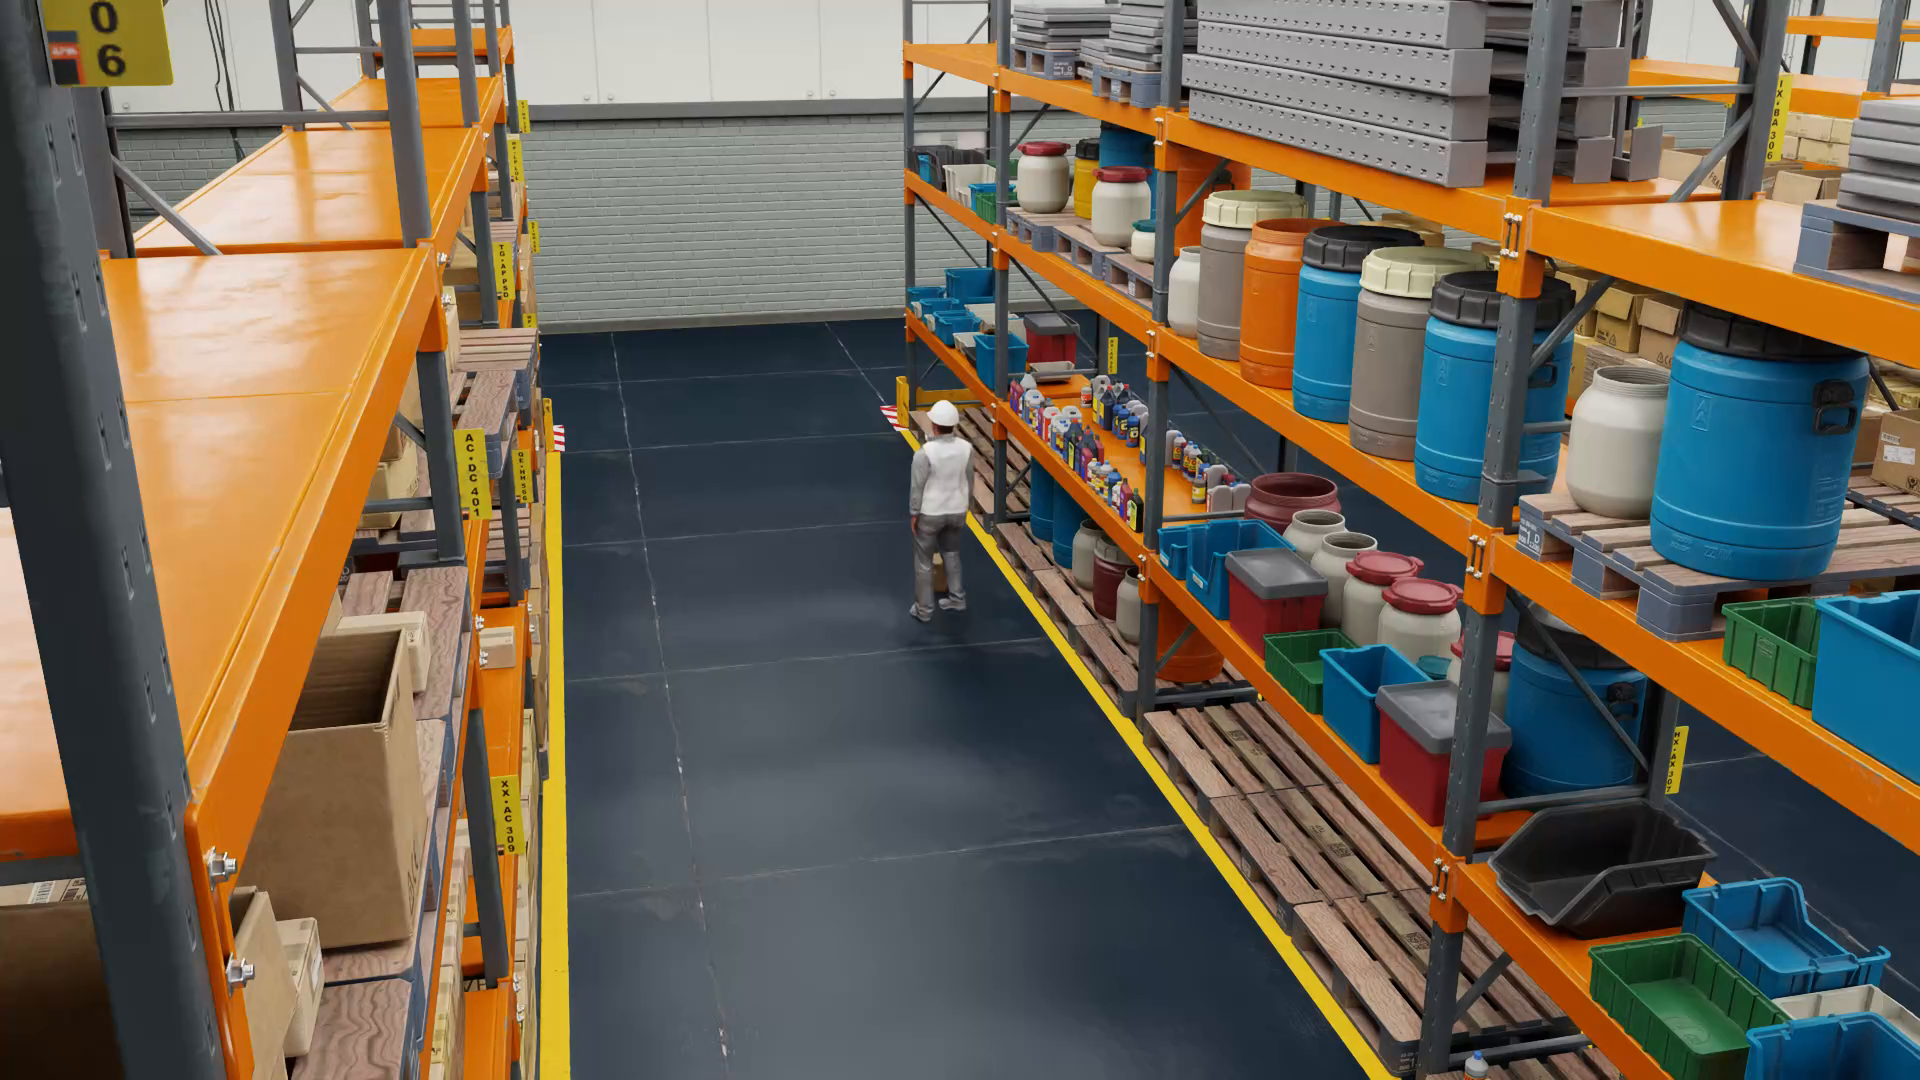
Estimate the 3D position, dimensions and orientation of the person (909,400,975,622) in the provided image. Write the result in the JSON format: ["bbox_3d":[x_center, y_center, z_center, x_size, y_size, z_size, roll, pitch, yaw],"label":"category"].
[{"bbox_3d":[-0.154,-0.232,12.947,0.548,1.769,0.410,-9,21,-24],"label":"person"}]
